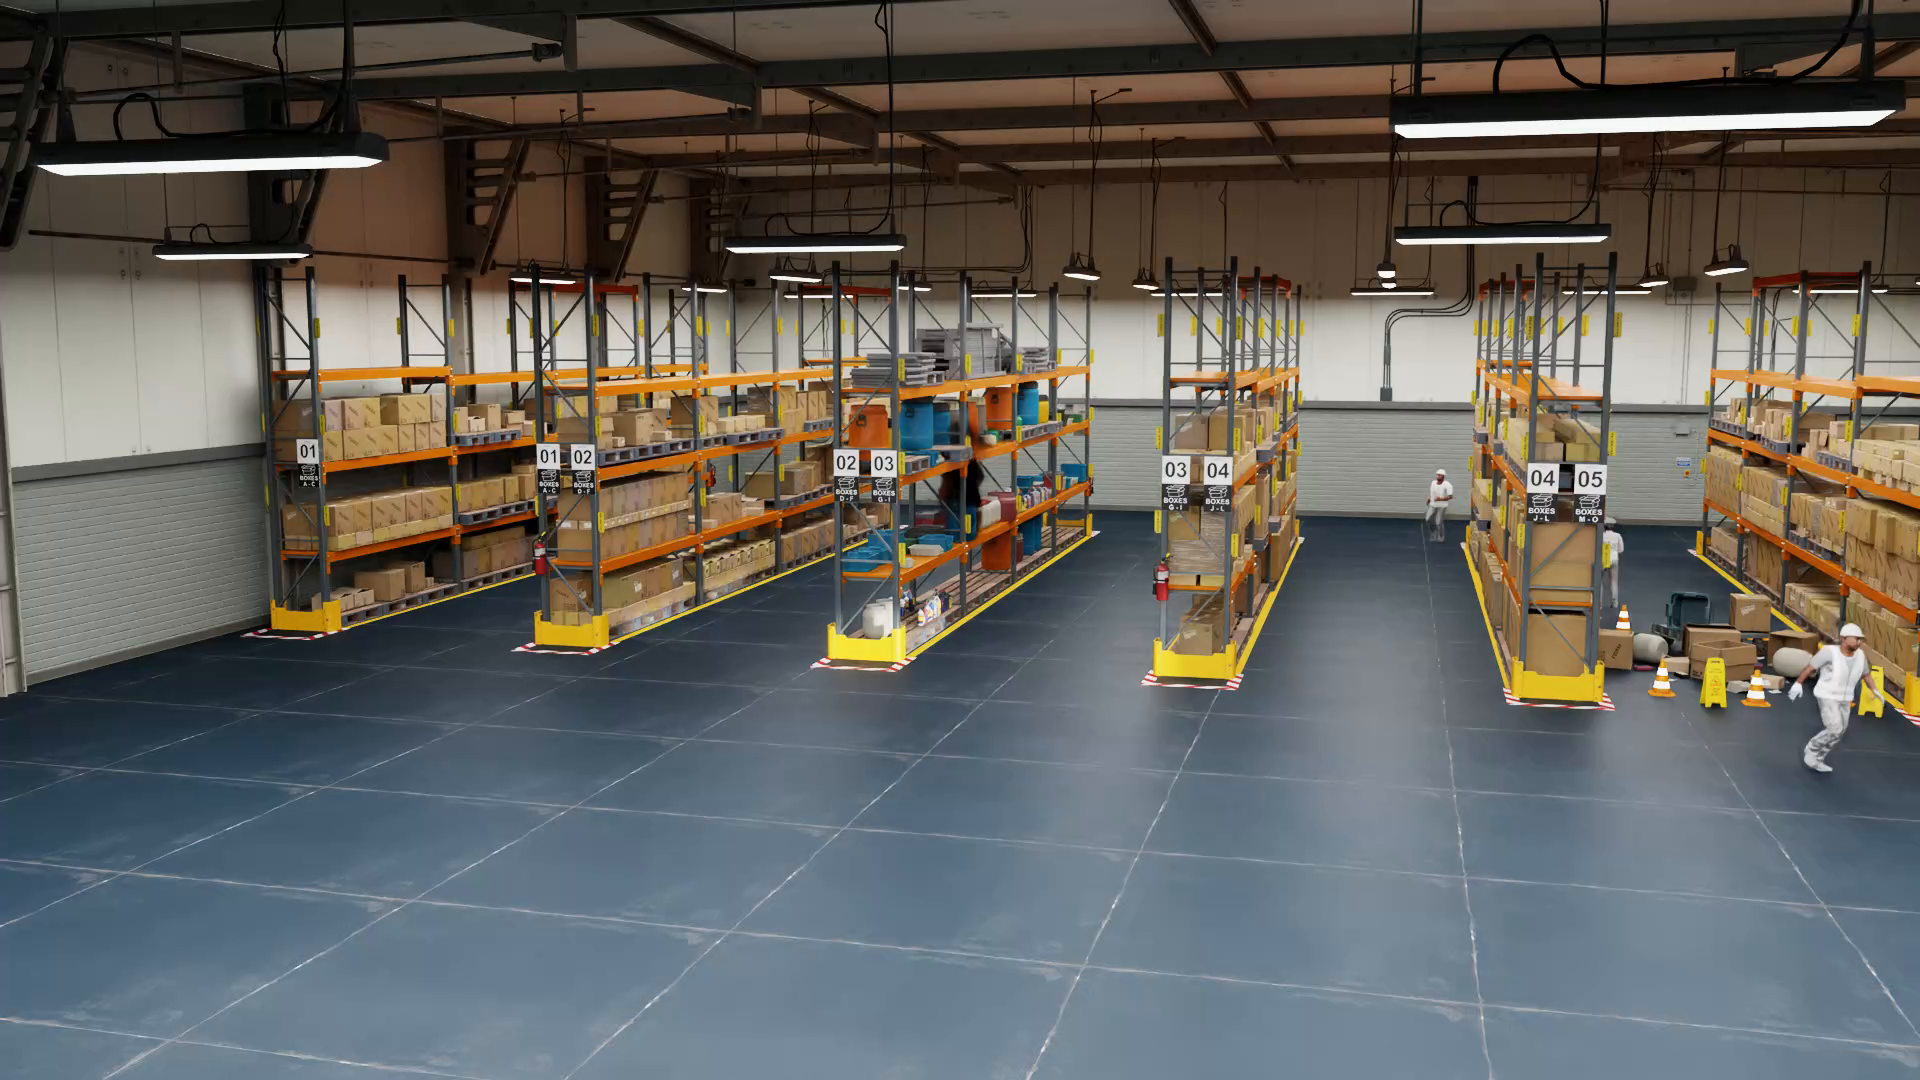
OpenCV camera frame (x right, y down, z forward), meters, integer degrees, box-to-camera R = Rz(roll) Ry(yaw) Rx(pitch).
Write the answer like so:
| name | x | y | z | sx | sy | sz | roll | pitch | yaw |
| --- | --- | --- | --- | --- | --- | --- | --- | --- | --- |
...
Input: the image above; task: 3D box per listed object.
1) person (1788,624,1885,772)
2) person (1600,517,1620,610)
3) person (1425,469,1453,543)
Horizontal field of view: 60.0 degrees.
| name | x | y | z | sx | sy | sz | roll | pitch | yaw |
| --- | --- | --- | --- | --- | --- | --- | --- | --- | --- |
| person | 9.849 | 1.783 | 18.616 | 0.678 | 1.720 | 0.822 | -2 | 8 | -16 |
| person | 11.495 | 0.444 | 29.562 | 0.452 | 1.658 | 0.935 | 1 | 7 | 9 |
| person | 11.201 | -0.790 | 38.928 | 0.633 | 1.744 | 0.684 | -6 | 10 | -41 |
